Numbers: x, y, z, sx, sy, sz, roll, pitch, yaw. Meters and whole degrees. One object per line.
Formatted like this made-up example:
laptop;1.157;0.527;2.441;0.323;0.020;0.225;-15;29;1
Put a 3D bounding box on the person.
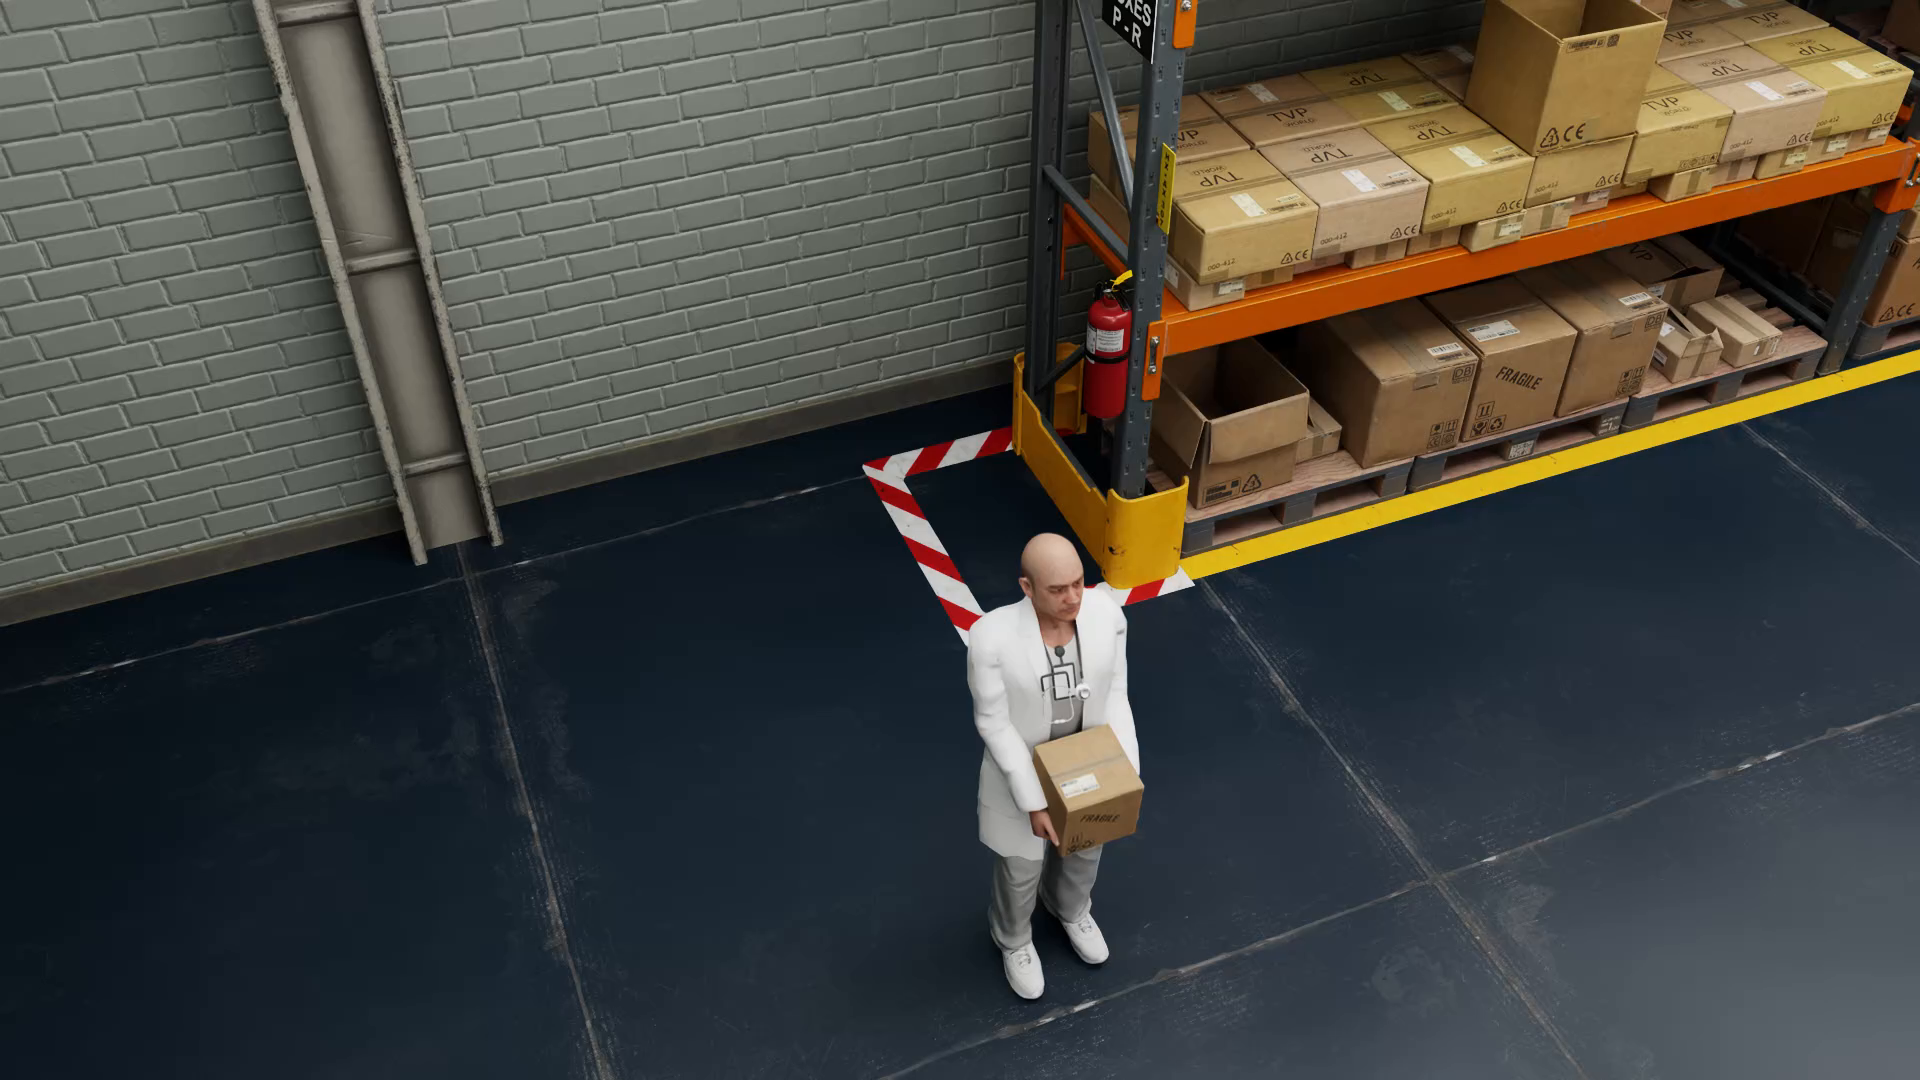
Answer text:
person;0.321;0.782;5.281;0.527;1.769;0.563;-15;43;-16
